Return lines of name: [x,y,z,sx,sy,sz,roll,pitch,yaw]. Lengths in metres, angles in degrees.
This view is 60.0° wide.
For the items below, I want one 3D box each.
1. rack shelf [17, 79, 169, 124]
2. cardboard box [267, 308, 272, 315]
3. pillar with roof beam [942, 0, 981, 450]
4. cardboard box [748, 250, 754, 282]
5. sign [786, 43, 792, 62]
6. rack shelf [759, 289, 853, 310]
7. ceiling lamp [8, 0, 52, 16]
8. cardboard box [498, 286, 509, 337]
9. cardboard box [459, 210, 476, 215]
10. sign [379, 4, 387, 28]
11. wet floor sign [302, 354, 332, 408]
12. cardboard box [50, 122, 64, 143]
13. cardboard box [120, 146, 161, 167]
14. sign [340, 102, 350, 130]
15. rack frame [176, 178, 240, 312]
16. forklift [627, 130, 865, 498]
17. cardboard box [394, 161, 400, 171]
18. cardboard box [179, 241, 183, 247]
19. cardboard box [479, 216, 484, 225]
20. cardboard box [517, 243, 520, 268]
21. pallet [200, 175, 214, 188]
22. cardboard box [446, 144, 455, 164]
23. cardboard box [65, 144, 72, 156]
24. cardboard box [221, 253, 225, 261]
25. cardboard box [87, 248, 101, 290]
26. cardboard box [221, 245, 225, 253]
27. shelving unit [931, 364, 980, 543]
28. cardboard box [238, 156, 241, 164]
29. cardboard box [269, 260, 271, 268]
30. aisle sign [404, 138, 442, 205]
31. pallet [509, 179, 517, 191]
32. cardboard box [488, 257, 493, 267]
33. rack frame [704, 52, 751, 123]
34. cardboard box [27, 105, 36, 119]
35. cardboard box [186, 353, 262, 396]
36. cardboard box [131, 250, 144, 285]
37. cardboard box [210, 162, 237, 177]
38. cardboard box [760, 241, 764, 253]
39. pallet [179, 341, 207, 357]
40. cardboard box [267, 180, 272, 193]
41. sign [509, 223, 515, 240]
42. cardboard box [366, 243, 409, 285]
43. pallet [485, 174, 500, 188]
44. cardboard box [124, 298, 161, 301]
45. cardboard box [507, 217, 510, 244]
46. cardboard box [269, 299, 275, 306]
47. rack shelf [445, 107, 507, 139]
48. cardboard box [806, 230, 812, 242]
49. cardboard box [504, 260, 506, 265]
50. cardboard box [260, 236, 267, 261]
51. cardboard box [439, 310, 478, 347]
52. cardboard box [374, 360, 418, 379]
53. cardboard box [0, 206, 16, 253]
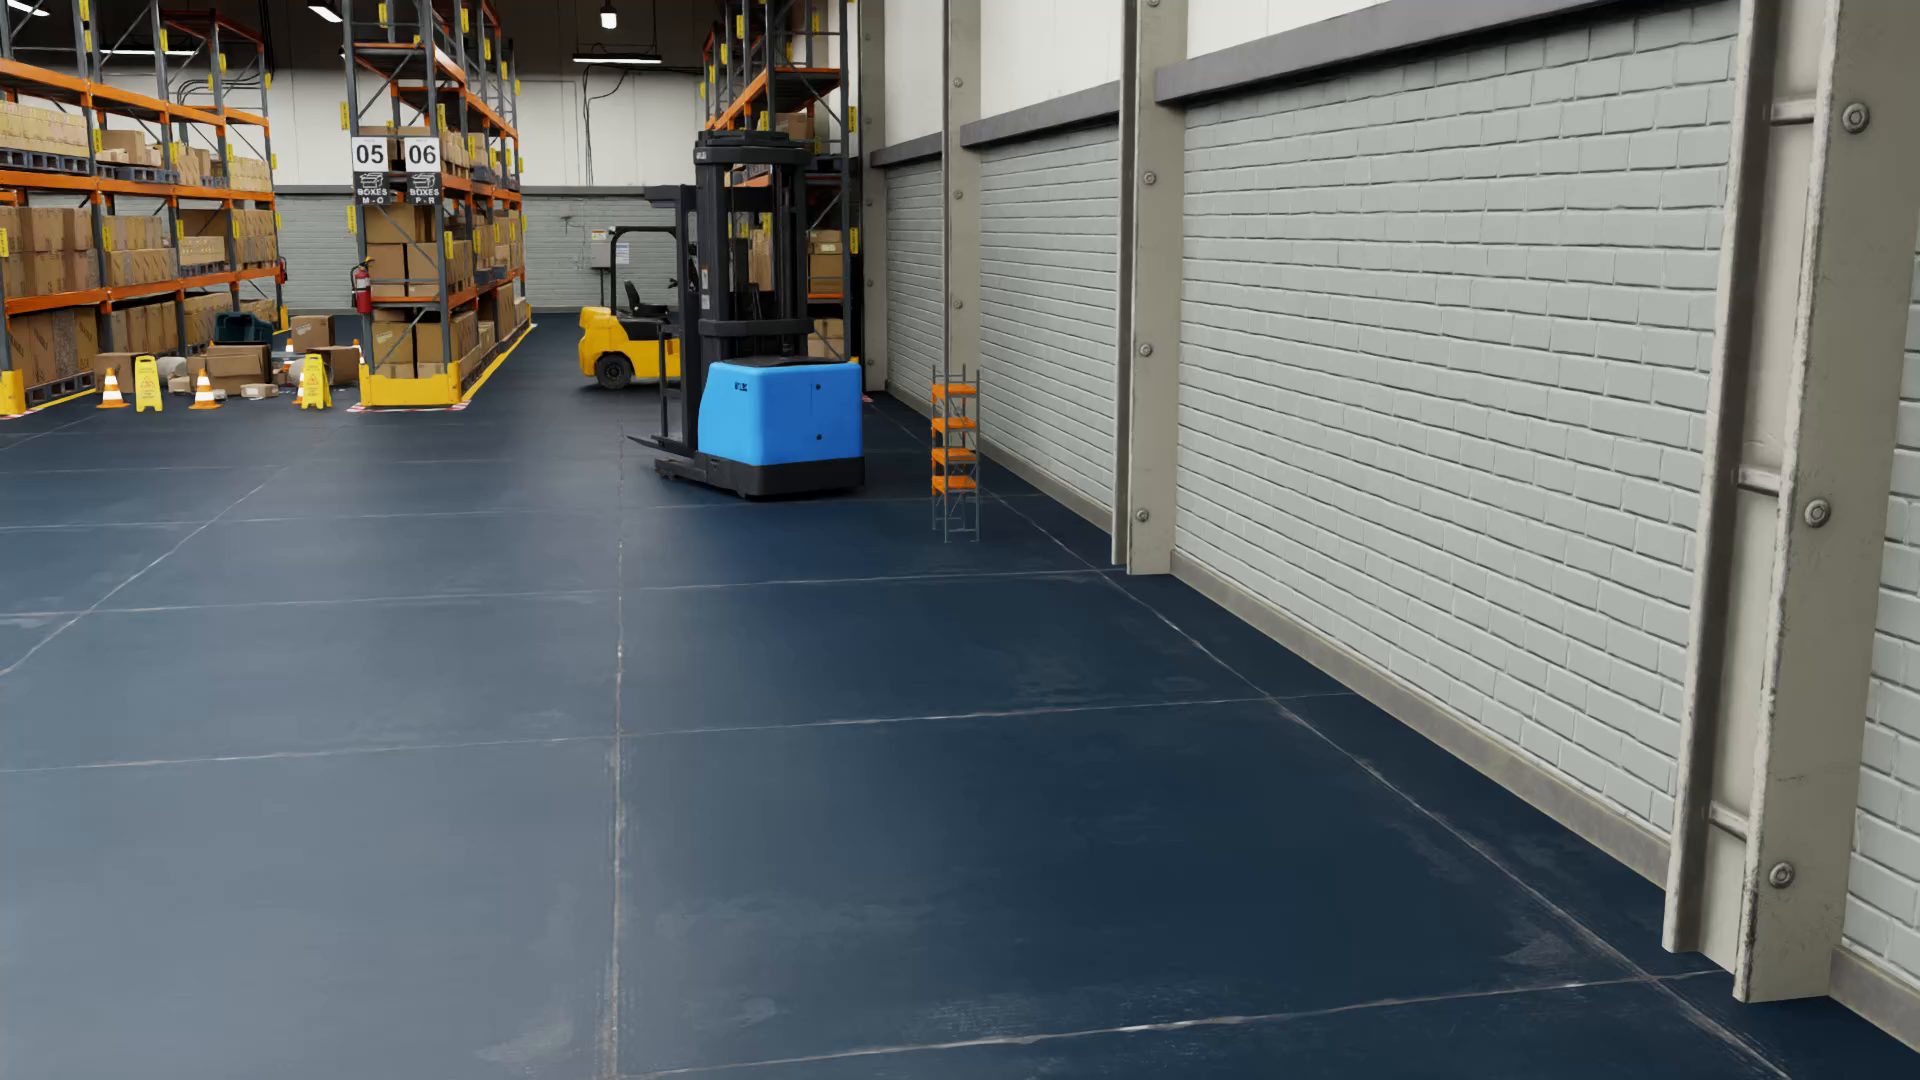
rack shelf: [-12.771,-6.452,24.519,1.077,0.370,4.000,-2,11,-11]
cardboard box: [-14.230,-4.659,33.856,0.380,0.149,0.250,-3,11,-13]
pillar with roof beam: [-4.207,-5.184,14.867,9.100,9.000,0.400,-2,11,-11]
cardboard box: [-2.847,-4.025,24.556,0.500,0.500,0.500,-2,11,-13]
sign: [-2.912,-8.305,28.344,0.100,0.325,0.005,-2,11,-11]
rack shelf: [-2.289,-3.347,23.183,1.077,0.370,4.000,-2,11,-11]
ceiling lamp: [-15.957,-10.755,28.522,0.800,3.185,2.000,-2,11,-11]
cardboard box: [-8.546,-4.076,29.647,0.875,0.875,0.875,-2,11,-10]
cardboard box: [-9.474,-6.257,31.872,0.380,0.149,0.250,-2,11,-12]
sign: [-8.089,-7.349,23.316,0.100,0.325,0.005,-2,11,-11]
wet floor sign: [-7.780,-1.922,20.069,0.267,0.644,0.232,2,11,9]
cardboard box: [-11.841,-5.223,21.310,0.500,0.250,0.500,-2,11,-12]
cardboard box: [-12.662,-5.926,25.632,0.500,0.311,0.500,-2,11,-11]
sign: [-7.316,-5.044,19.787,0.100,0.325,0.005,-2,11,-11]
rack frame: [-13.938,-5.155,30.757,1.000,3.000,0.127,-2,11,-11]
forklift: [-2.022,-2.004,14.385,1.130,2.935,3.031,-7,13,-33]
cardboard box: [-7.210,-4.652,20.766,0.380,0.149,0.250,-2,11,-9]
cardboard box: [-13.114,-4.937,27.572,0.380,0.149,0.250,-2,11,-13]
cardboard box: [-7.729,-5.050,26.286,0.380,0.149,0.250,-3,11,-14]
cardboard box: [-9.221,-5.776,33.755,0.500,0.500,0.500,-2,11,-9]
pallet: [-13.717,-6.229,28.880,1.213,0.211,1.003,-2,11,-11]
cardboard box: [-6.817,-4.987,21.458,0.500,0.250,0.500,-2,11,-9]
cardboard box: [-11.847,-5.097,21.715,0.380,0.149,0.250,-2,11,-11]
cardboard box: [-13.666,-5.172,30.396,0.380,0.149,0.250,-2,11,-12]
cardboard box: [-12.298,-3.694,22.681,0.875,0.550,0.550,-2,11,-11]
cardboard box: [-13.666,-5.318,30.368,0.380,0.149,0.250,-2,11,-9]
shelving unit: [-0.032,-0.620,11.744,0.258,1.200,0.503,-2,11,-11]
cardboard box: [-13.957,-7.249,31.737,0.380,0.149,0.250,-2,11,-13]
cardboard box: [-14.363,-5.668,34.128,0.380,0.149,0.250,-2,11,-11]
aisle sign: [-6.452,-4.429,19.993,0.394,0.787,0.004,-2,11,-11]
pallet: [-9.484,-7.157,33.491,1.003,0.211,1.213,-2,11,-11]
cardboard box: [-7.705,-4.463,26.674,0.380,0.149,0.250,-2,11,-10]
rack frame: [-5.012,-9.215,36.045,1.000,3.000,0.127,-2,11,-11]
cardboard box: [-11.602,-5.257,20.421,0.380,0.149,0.250,-2,11,-12]
cardboard box: [-9.593,-2.156,21.679,0.637,0.503,0.797,9,14,38]
cardboard box: [-12.414,-4.027,24.566,0.500,0.500,0.500,-2,11,-11]
cardboard box: [-13.796,-6.897,30.953,0.500,0.250,0.500,-2,11,-9]
cardboard box: [-2.515,-3.989,22.631,0.380,0.149,0.250,-2,11,-11]
pallet: [-13.310,-3.195,27.916,1.003,0.211,1.213,-2,11,-11]
cardboard box: [-14.368,-7.214,33.957,0.500,0.250,0.500,-2,11,-12]
sign: [-8.571,-5.905,31.812,0.100,0.325,0.005,-2,11,-11]
cardboard box: [-7.144,-3.437,20.670,0.500,0.500,0.500,-2,11,-12]
pallet: [-8.501,-6.117,28.293,1.213,0.211,1.003,-2,11,-8]
cardboard box: [-13.550,-3.884,27.636,0.500,0.250,0.500,-2,11,-12]
cardboard box: [-8.769,-5.821,31.315,0.500,0.500,0.500,-2,11,-9]
cardboard box: [-14.364,-4.899,34.321,0.380,0.149,0.250,-2,11,-10]
rack shelf: [-8.713,-7.384,29.417,1.077,0.370,4.000,-2,11,-11]
cardboard box: [-1.838,-4.014,21.966,0.380,0.149,0.250,-2,11,-10]
cardboard box: [-8.590,-5.020,30.449,0.500,0.250,0.500,-2,11,-13]
cardboard box: [-14.173,-5.823,33.206,0.500,0.500,0.500,-2,11,-11]
cardboard box: [-7.167,-3.011,23.720,0.500,0.500,0.500,-2,11,-12]
cardboard box: [-7.194,-2.151,21.205,0.500,0.250,0.500,-2,11,-11]
cardboard box: [-11.638,-3.627,19.444,0.875,0.550,0.550,-2,11,-11]
